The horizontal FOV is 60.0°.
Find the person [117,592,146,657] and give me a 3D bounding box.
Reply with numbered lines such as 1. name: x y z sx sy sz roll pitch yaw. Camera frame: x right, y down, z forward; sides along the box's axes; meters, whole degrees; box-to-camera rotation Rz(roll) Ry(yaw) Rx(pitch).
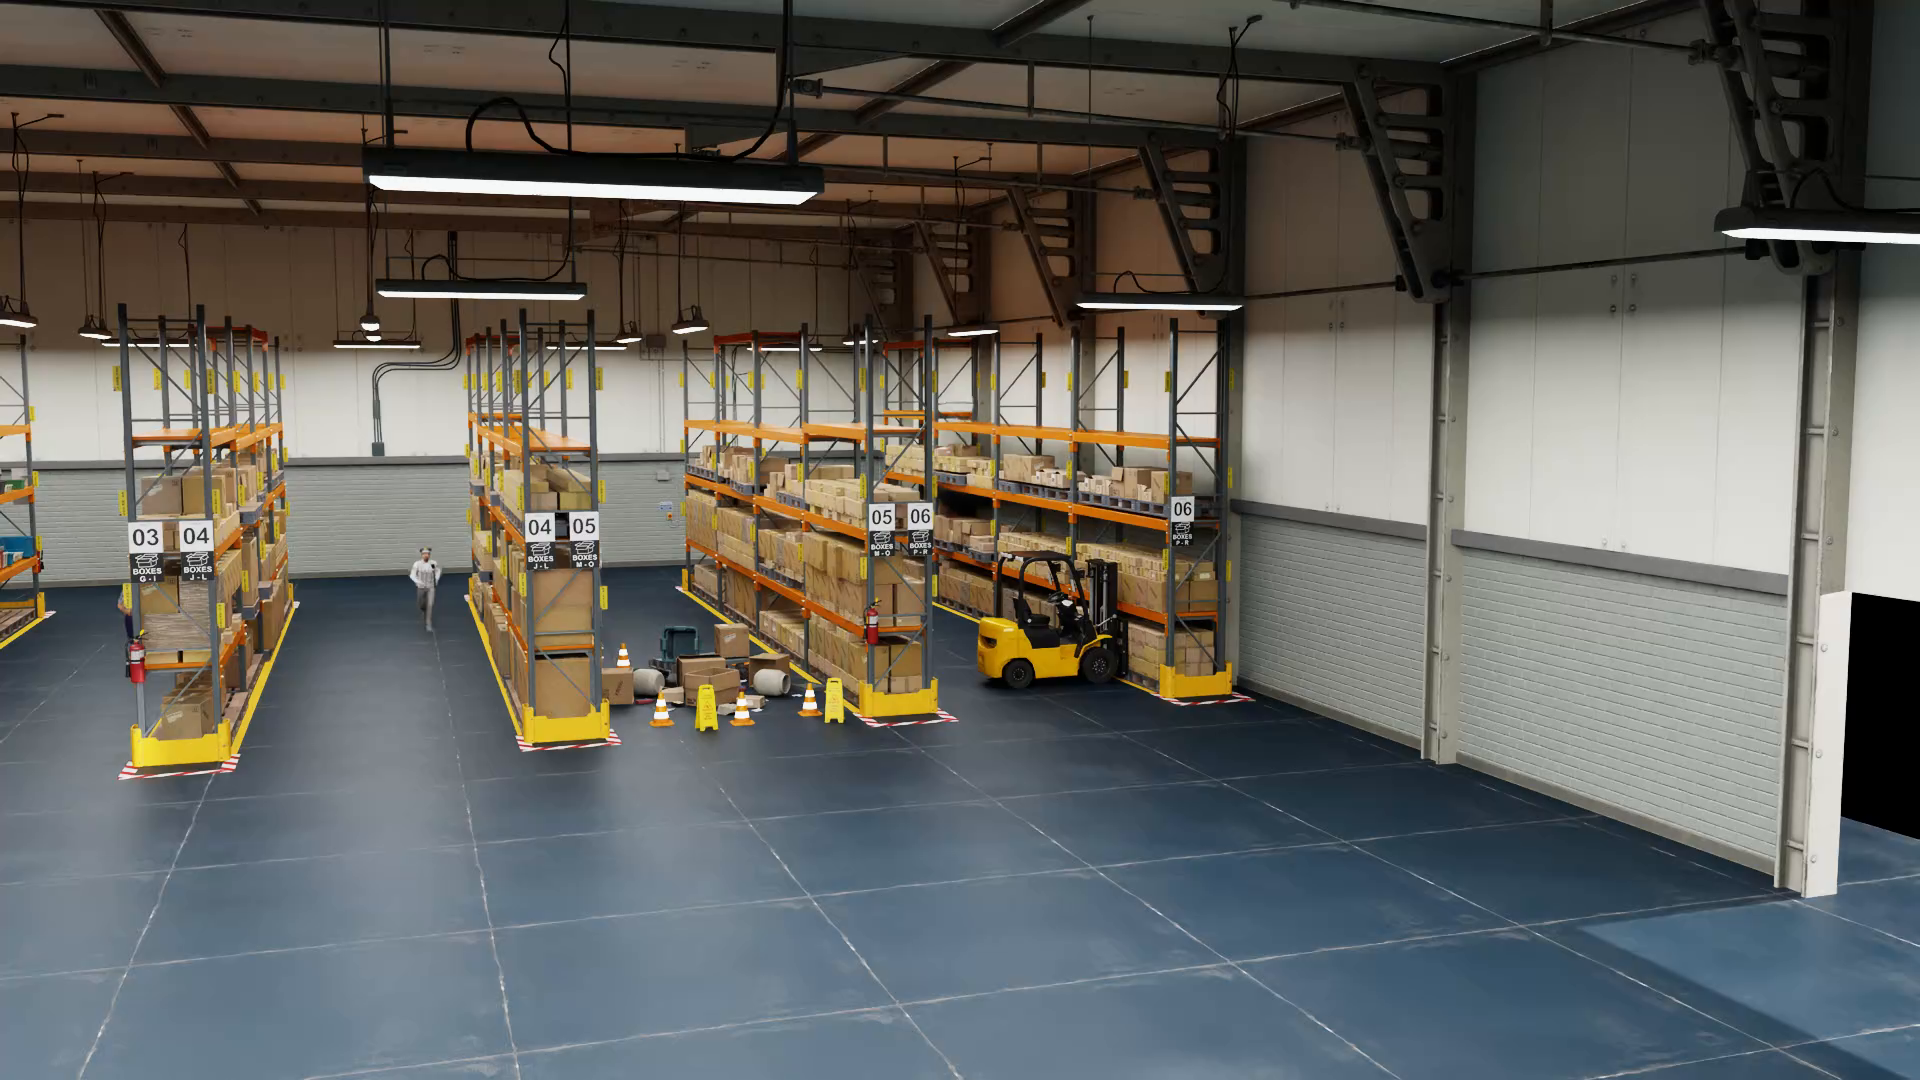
1. person: -14.464 1.445 29.216 0.577 1.643 1.088 -2 6 -18

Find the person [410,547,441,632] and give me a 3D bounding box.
1. person: -10.858 0.979 33.794 0.586 1.699 1.074 -1 6 -15
